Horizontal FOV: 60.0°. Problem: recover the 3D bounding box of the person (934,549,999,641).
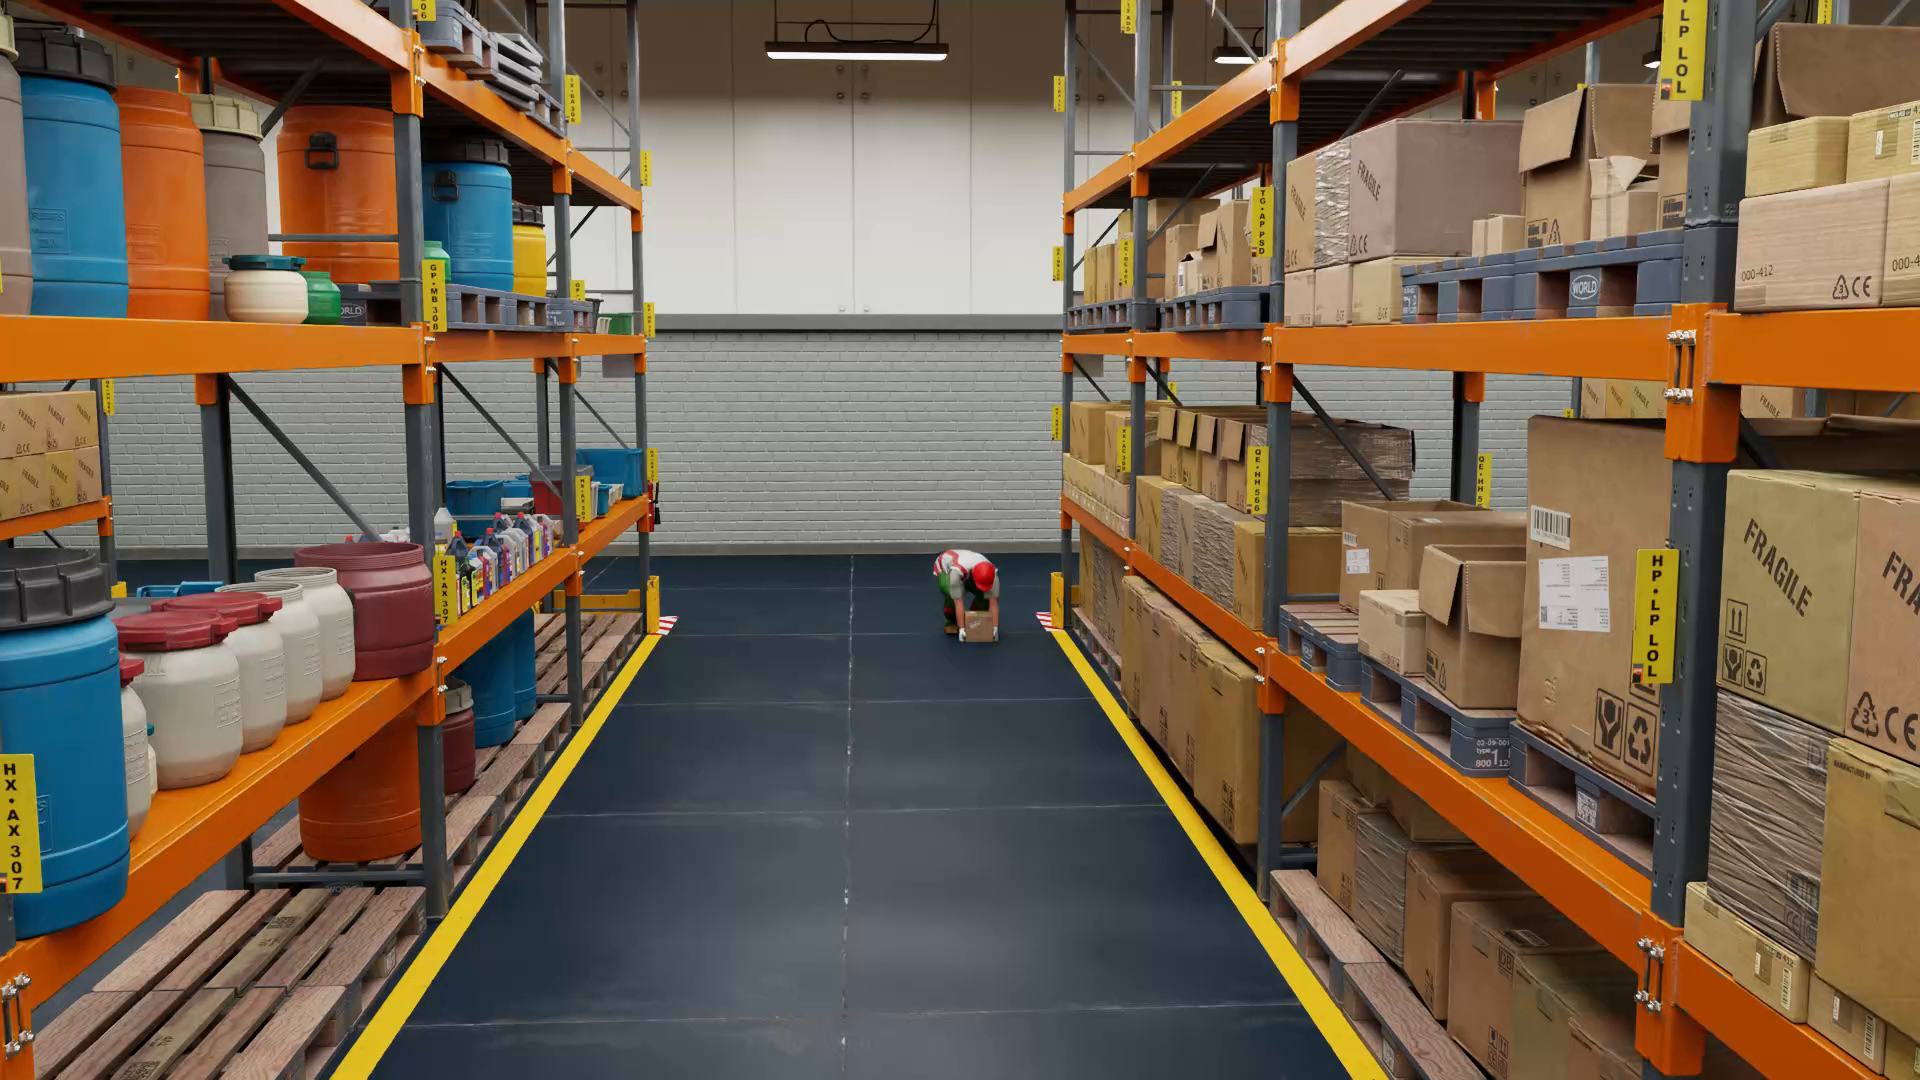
[{"bbox_3d":[0.076,0.512,15.643,0.520,0.821,0.965,-2,7,-20],"label":"person"}]
